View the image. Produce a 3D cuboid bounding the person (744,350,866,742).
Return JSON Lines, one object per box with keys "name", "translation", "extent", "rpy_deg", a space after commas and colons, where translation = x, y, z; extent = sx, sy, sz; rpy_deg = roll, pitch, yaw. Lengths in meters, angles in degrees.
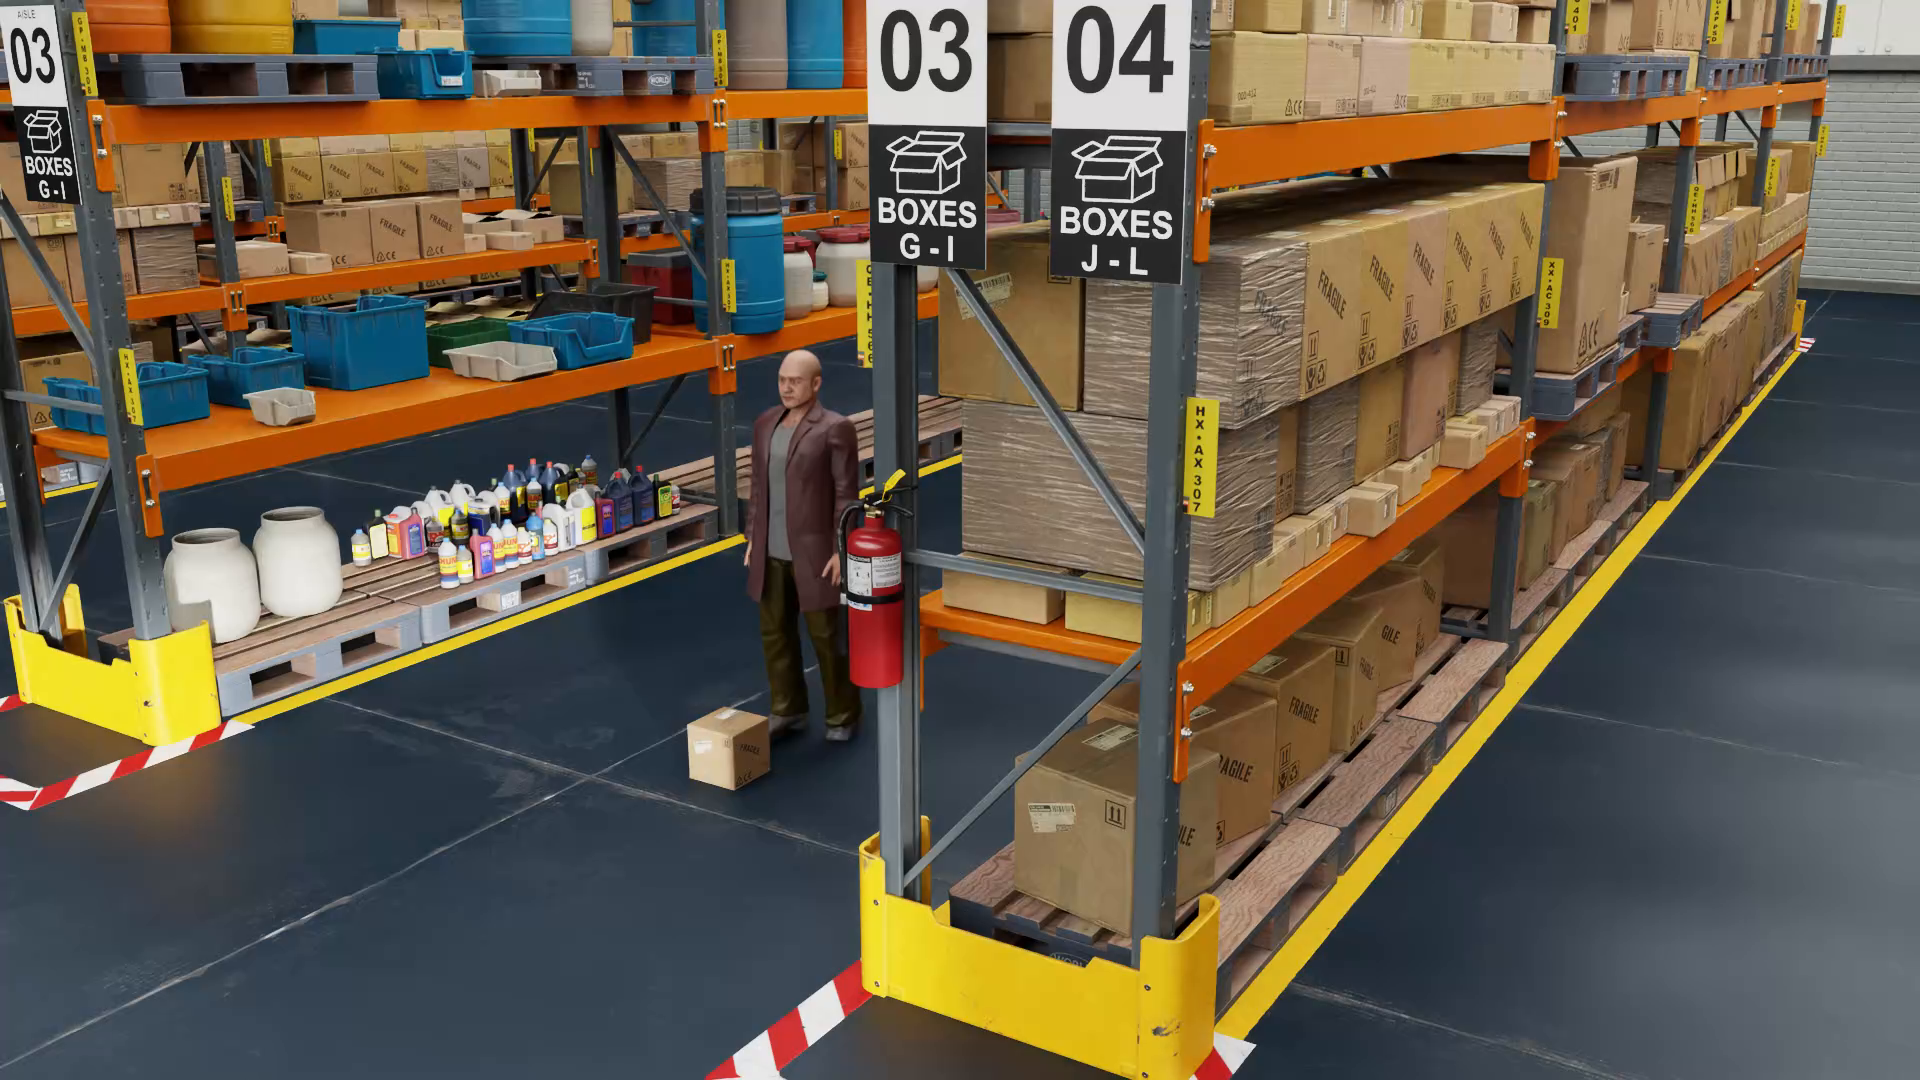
{"name": "person", "translation": [-0.717, 0.141, 7.438], "extent": [0.584, 1.772, 0.503], "rpy_deg": [10, 19, 31]}
